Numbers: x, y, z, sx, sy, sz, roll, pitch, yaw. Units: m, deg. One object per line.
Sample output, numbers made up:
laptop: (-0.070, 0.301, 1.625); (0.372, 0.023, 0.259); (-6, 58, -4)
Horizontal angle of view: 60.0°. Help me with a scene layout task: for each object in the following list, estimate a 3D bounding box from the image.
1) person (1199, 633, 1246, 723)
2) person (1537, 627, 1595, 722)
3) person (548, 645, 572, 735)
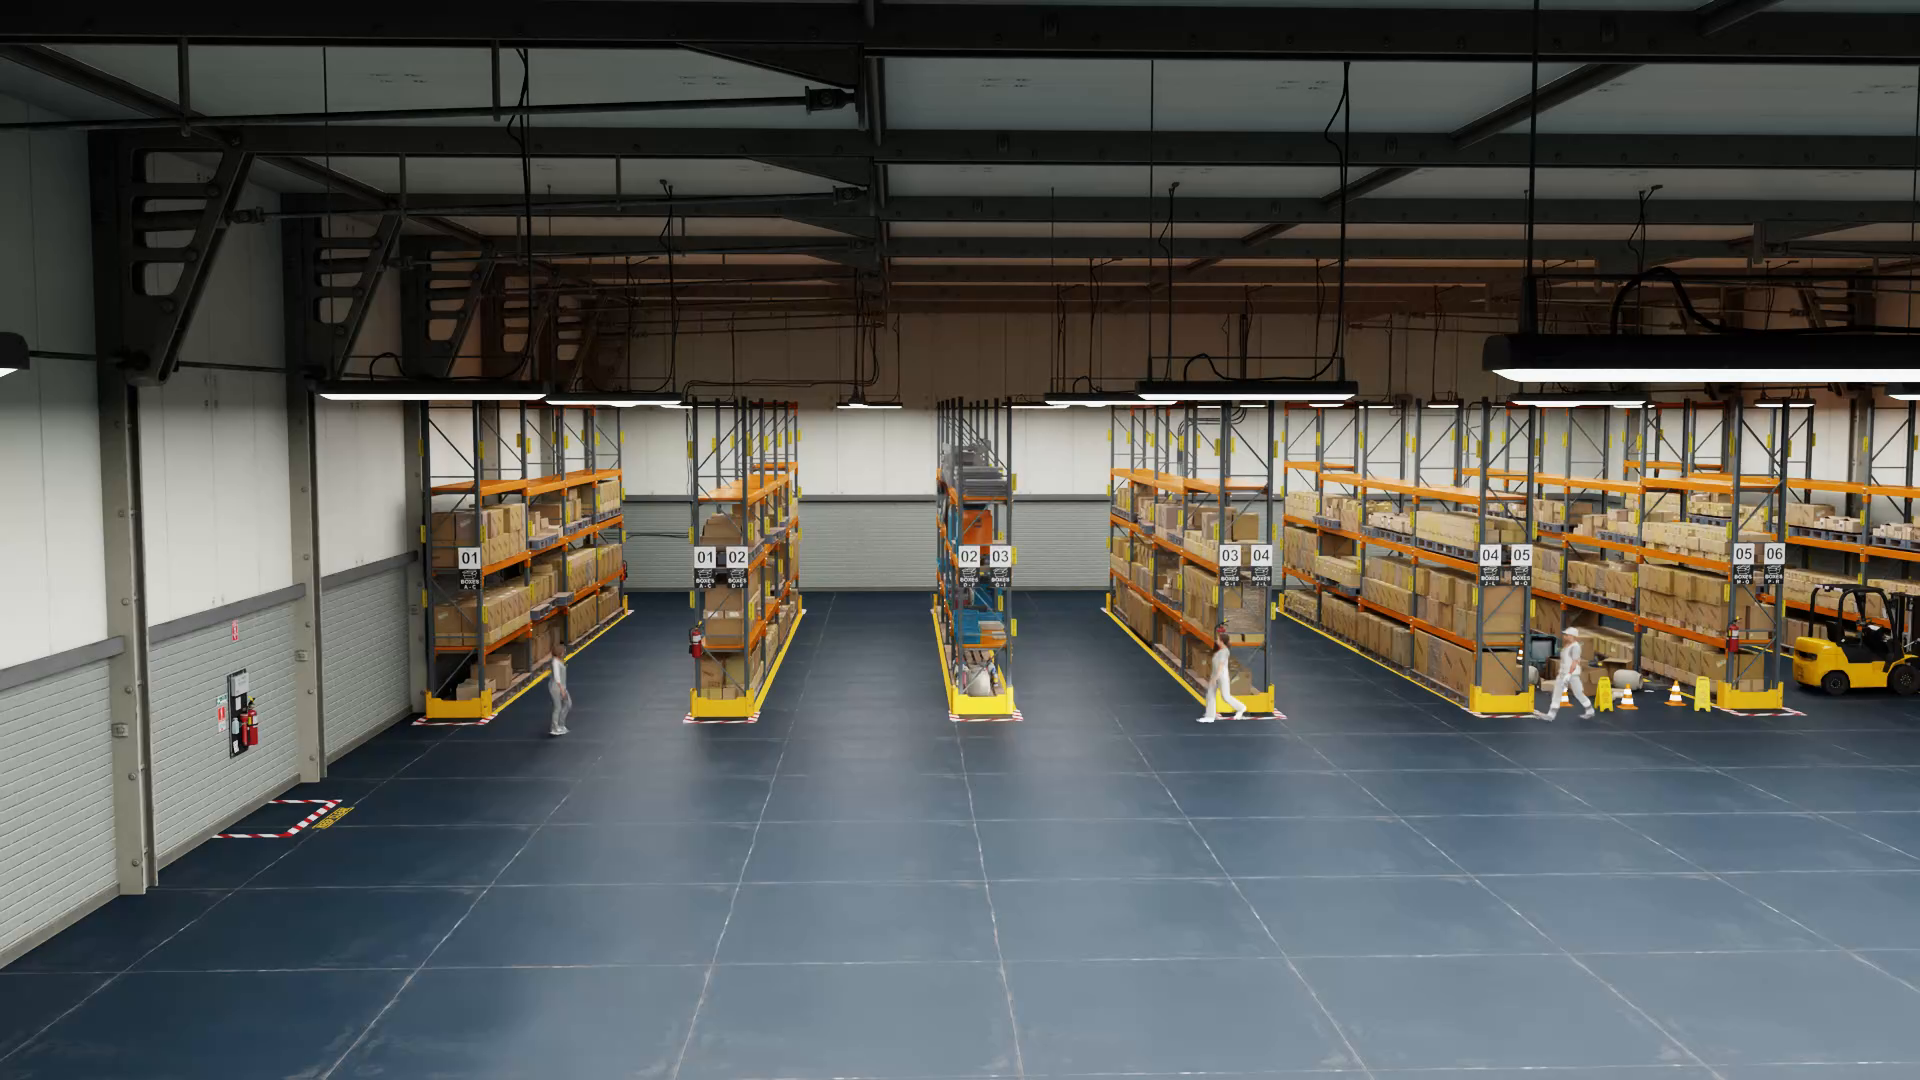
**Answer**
person: (4.830, 2.534, 30.647); (0.889, 1.642, 0.404); (-2, 5, -25)
person: (11.219, 2.485, 30.616); (1.060, 1.752, 0.495); (-2, 5, -24)
person: (-7.115, 2.665, 29.517); (0.397, 1.619, 0.477); (1, 4, 7)
